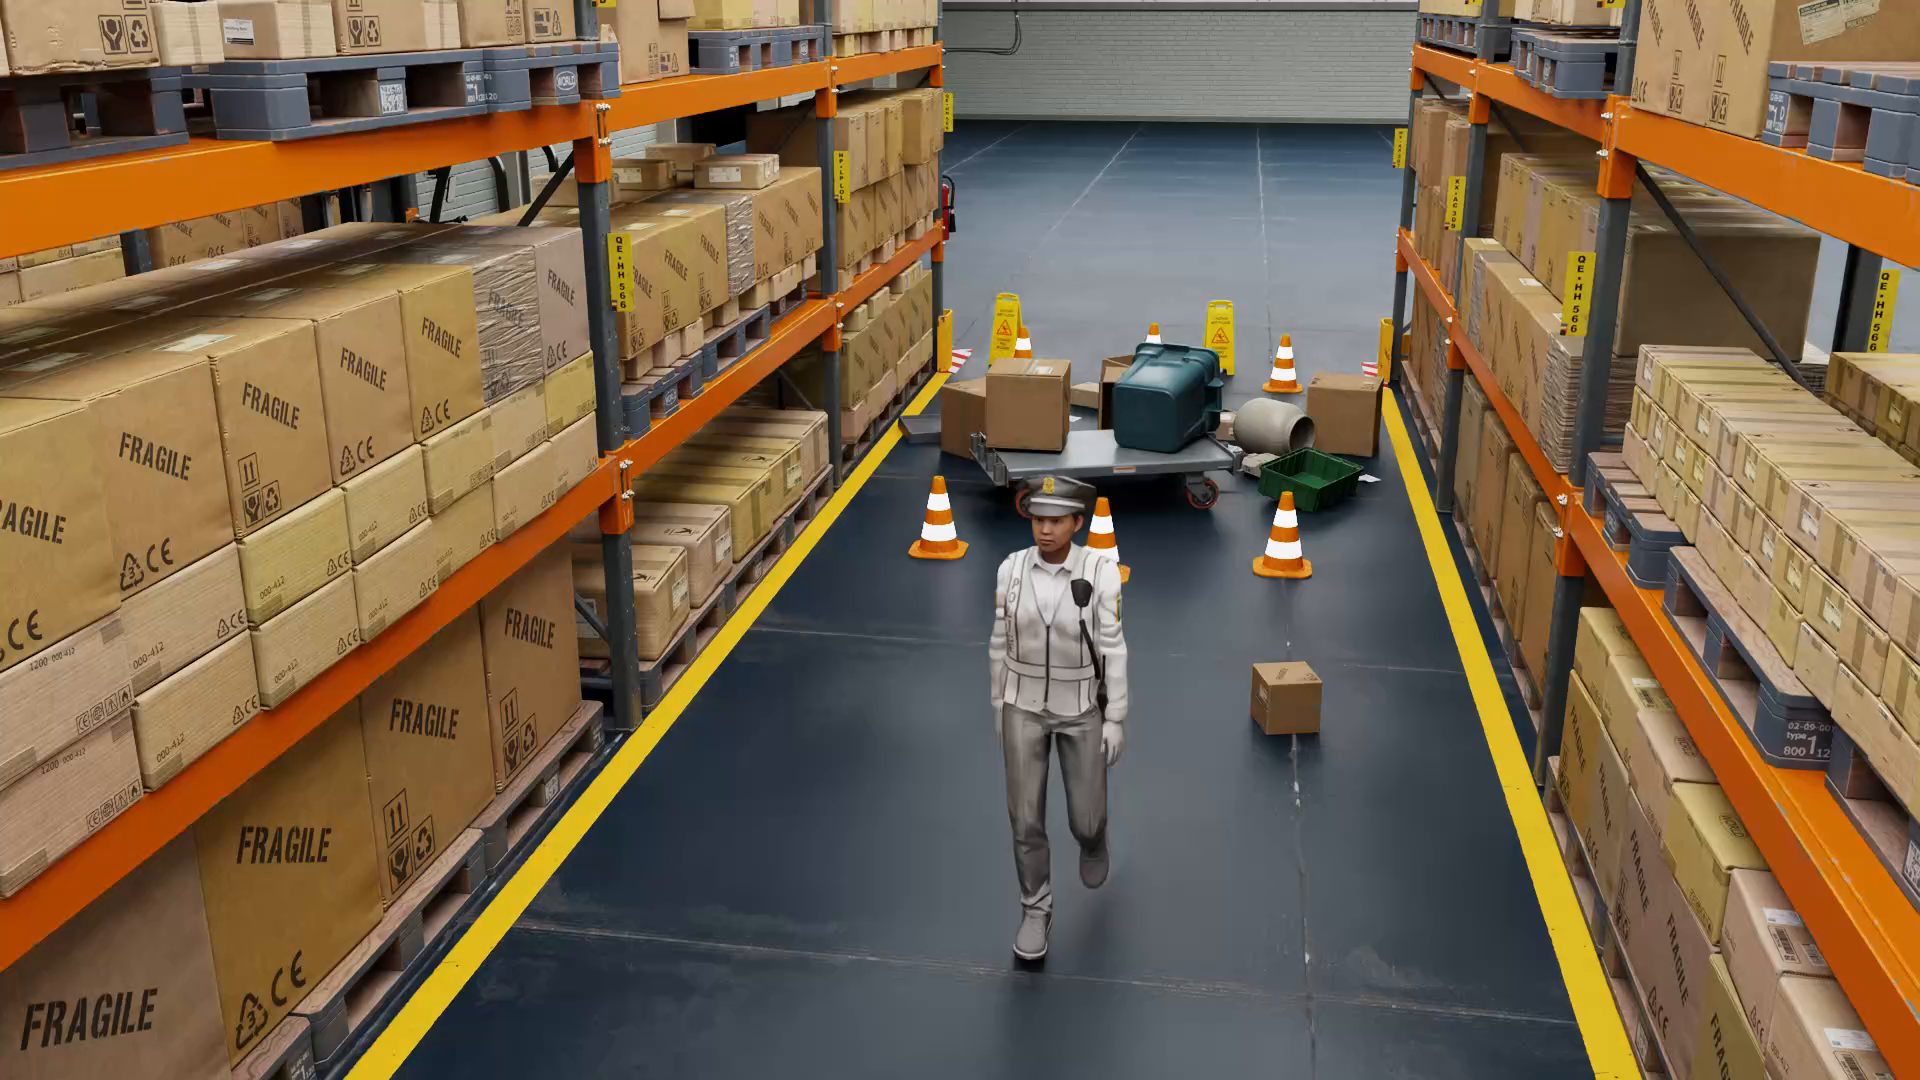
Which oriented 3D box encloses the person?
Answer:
[{"bbox_3d":[0.334,0.564,5.694,0.493,1.677,0.595,4,18,13],"label":"person"}]
